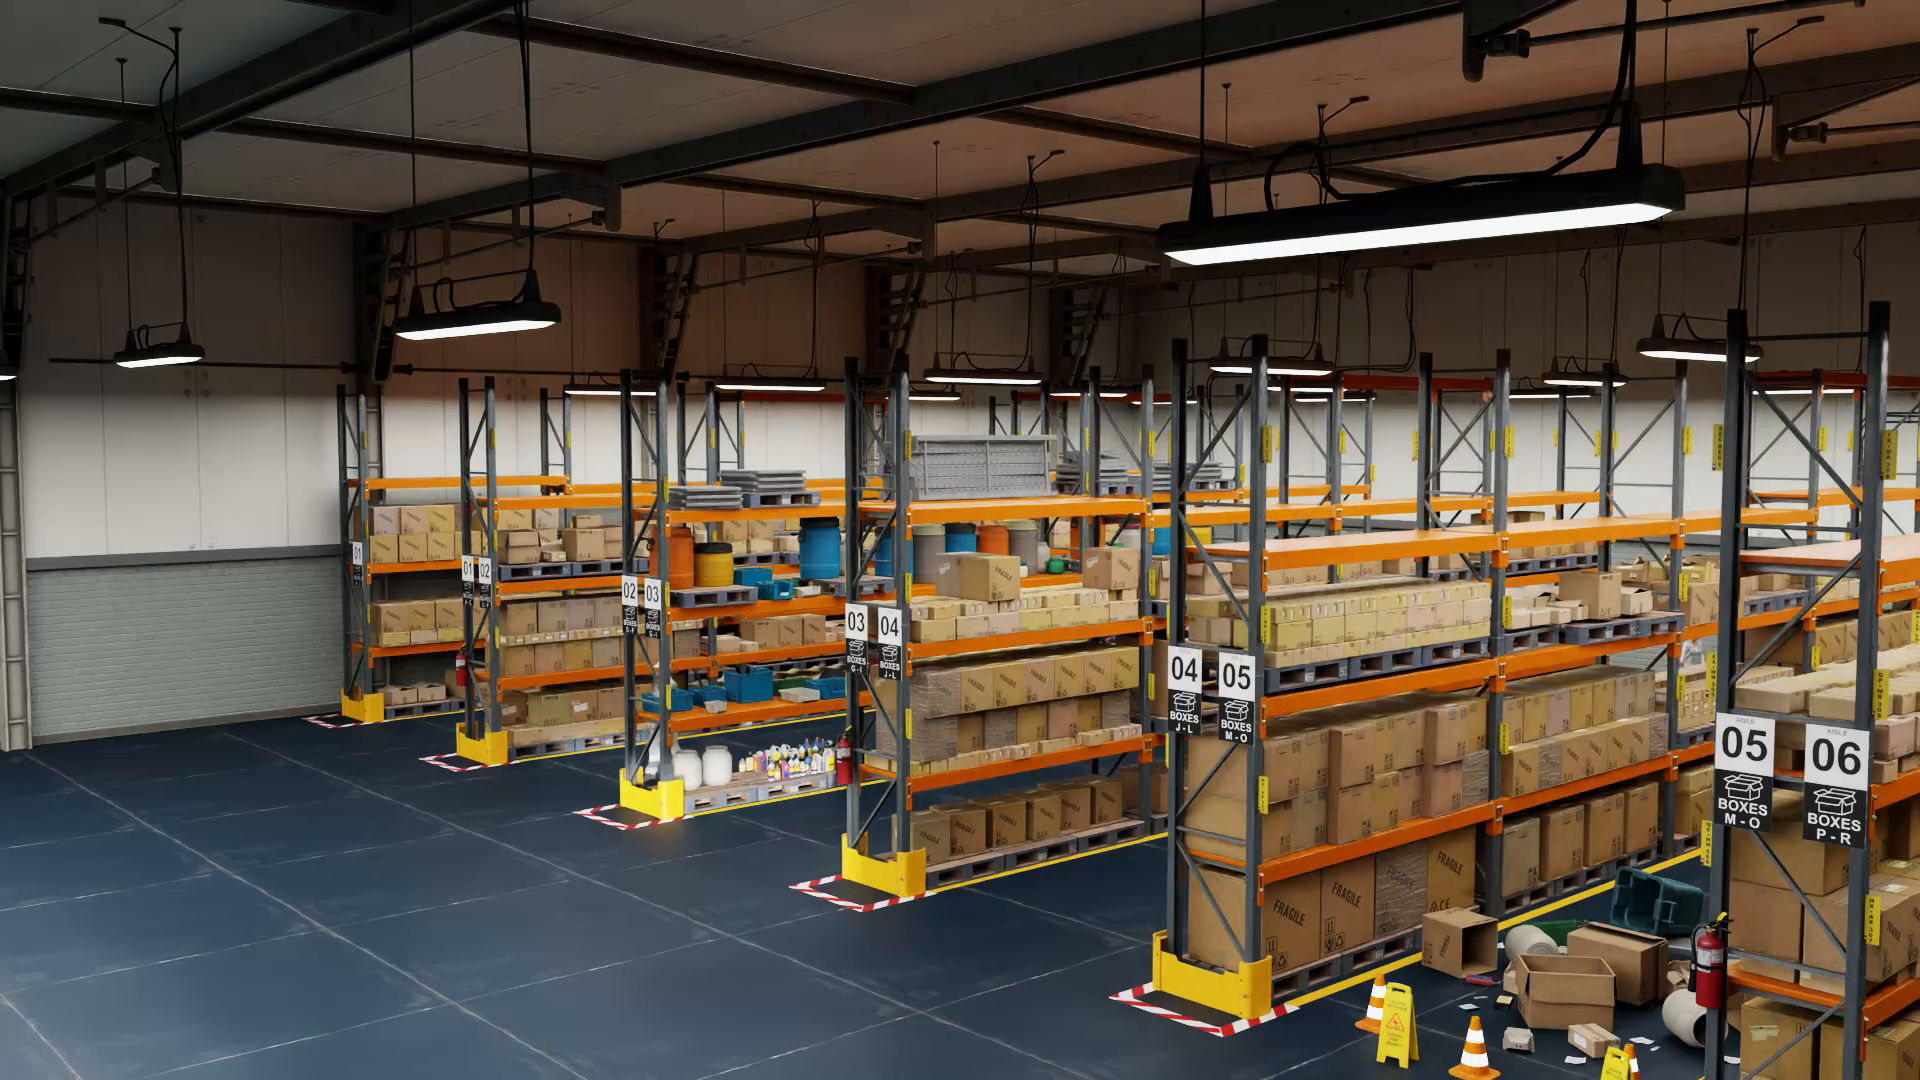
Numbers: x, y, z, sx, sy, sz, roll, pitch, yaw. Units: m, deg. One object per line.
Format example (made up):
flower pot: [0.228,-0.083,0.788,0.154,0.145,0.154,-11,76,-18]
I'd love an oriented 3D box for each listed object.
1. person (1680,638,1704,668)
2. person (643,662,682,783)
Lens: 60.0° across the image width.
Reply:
person: [13.692,2.379,31.045,0.399,1.471,0.962,-1,4,-16]
person: [-4.410,2.677,24.551,0.760,1.818,0.564,-2,4,-29]
